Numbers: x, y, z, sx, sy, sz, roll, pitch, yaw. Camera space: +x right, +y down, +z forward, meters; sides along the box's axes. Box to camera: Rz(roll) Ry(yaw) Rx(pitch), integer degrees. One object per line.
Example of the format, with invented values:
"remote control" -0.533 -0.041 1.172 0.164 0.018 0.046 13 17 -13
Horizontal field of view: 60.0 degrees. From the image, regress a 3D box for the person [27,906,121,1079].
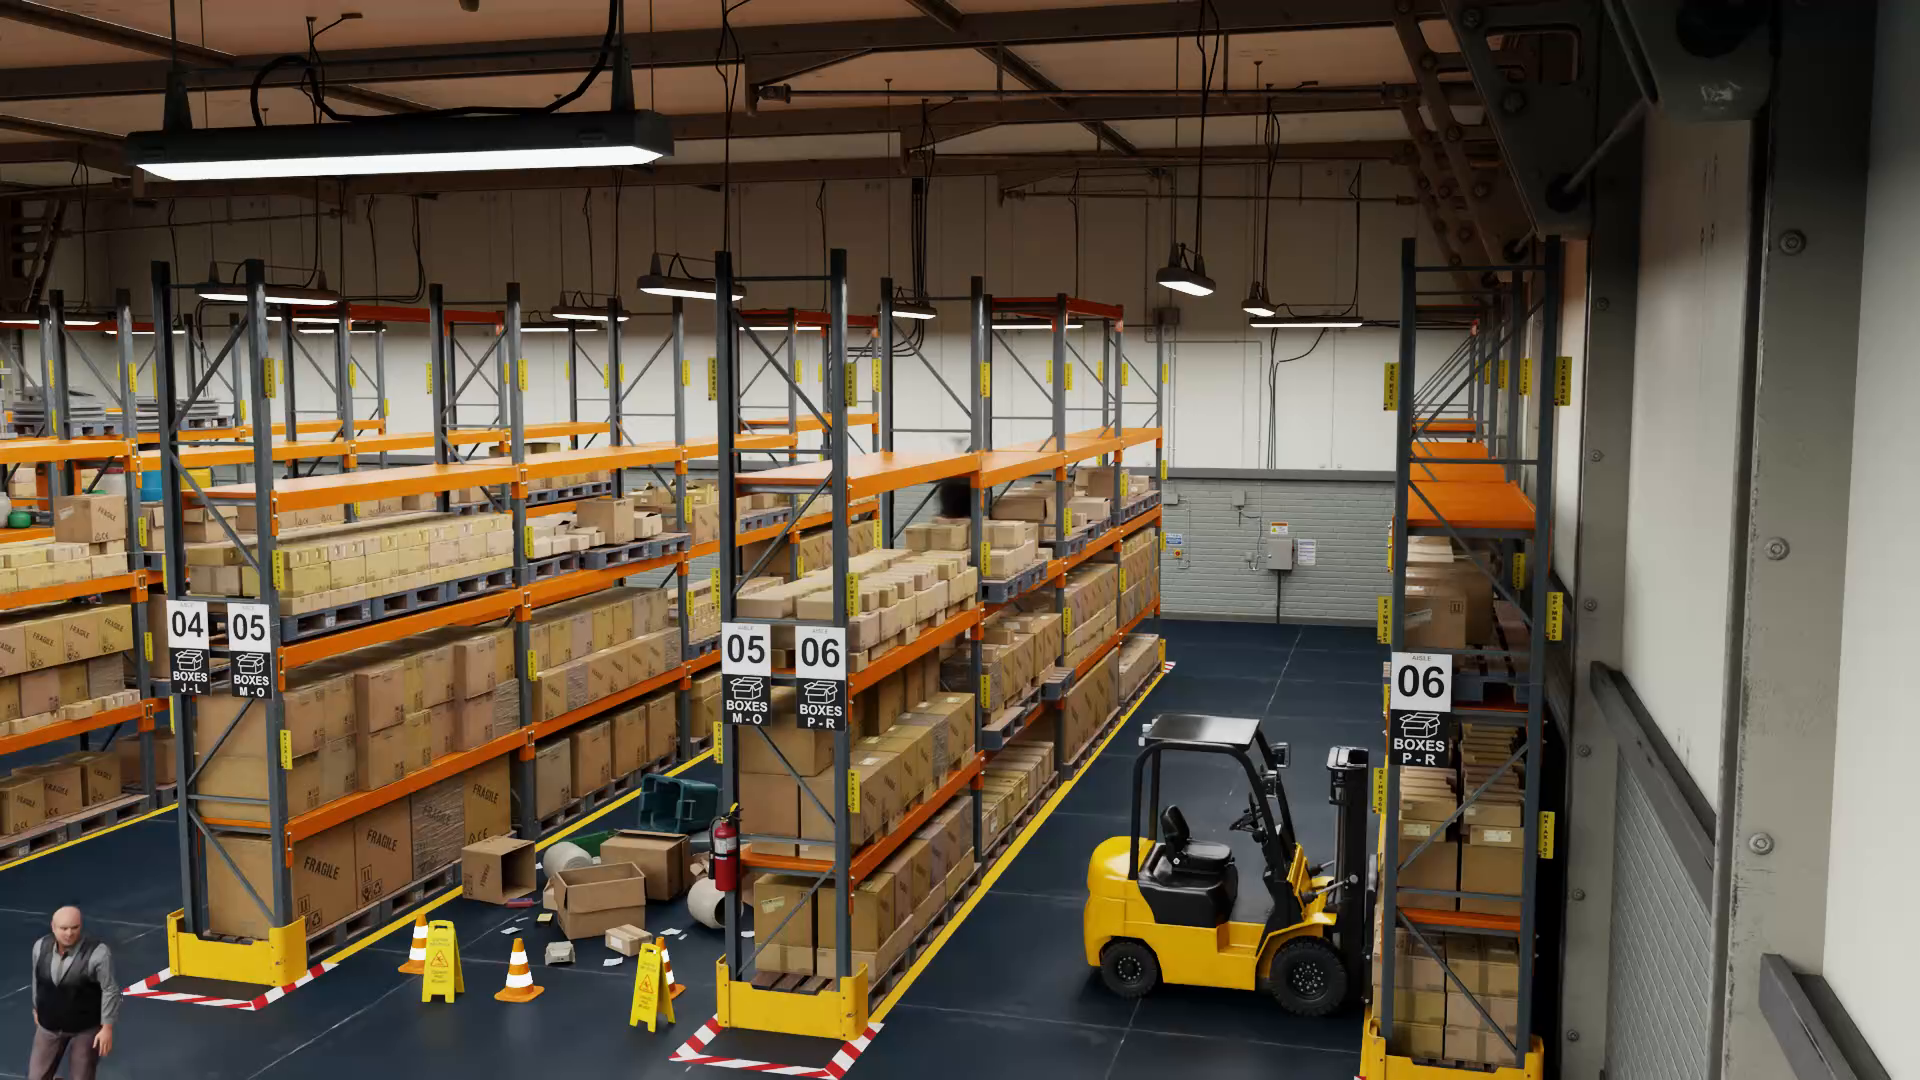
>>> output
"person" -5.839 3.182 10.953 0.692 1.688 0.536 0 6 -1
